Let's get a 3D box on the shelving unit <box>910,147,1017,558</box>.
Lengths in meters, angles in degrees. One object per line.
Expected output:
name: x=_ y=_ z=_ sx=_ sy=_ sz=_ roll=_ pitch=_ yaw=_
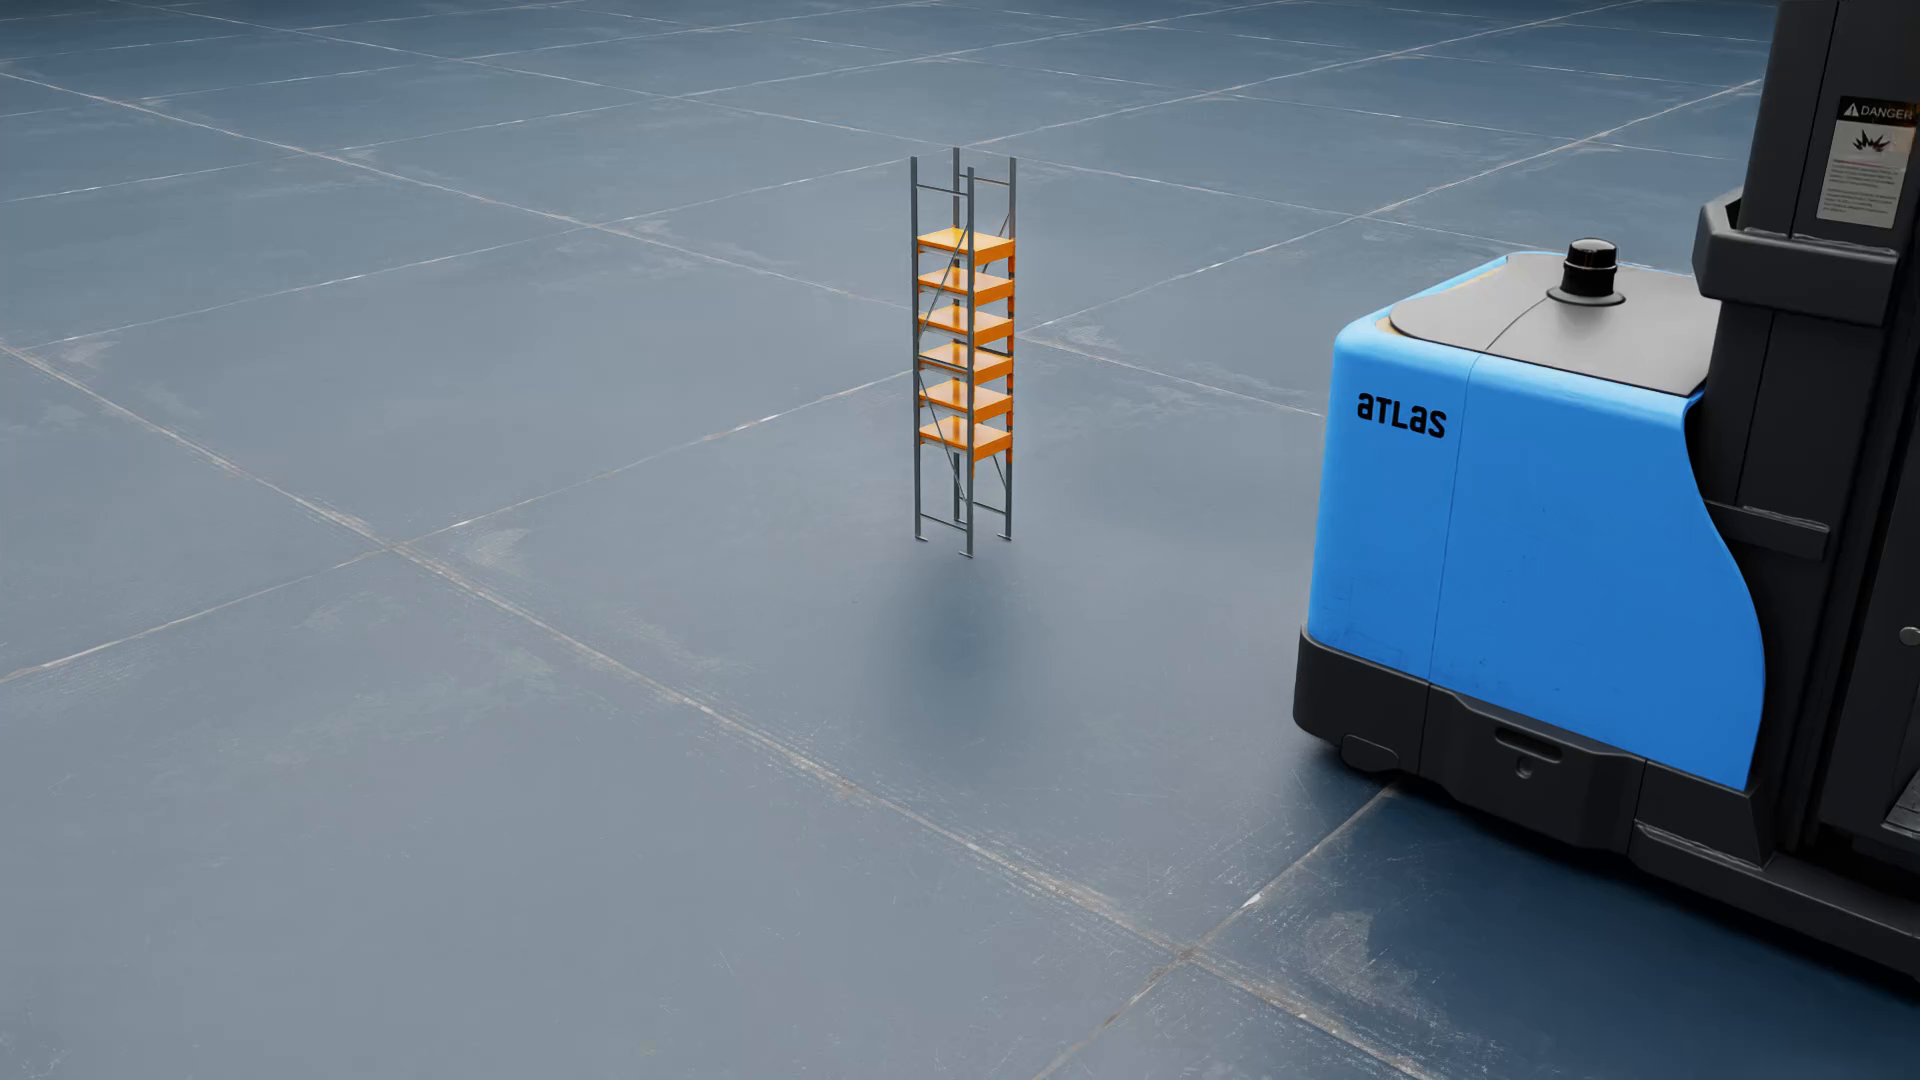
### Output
shelving unit: x=0.010 y=-0.552 z=5.014 sx=0.258 sy=1.200 sz=0.189 roll=20 pitch=31 yaw=38

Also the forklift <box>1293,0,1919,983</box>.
forklift: x=2.259 y=-0.579 z=2.959 sx=3.031 sy=2.935 sz=1.130 roll=20 pitch=31 yaw=37

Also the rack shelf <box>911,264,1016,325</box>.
rack shelf: x=0.010 y=-0.730 z=4.934 sx=0.258 sy=0.103 sz=0.180 roll=20 pitch=31 yaw=38

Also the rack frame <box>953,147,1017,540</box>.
rack frame: x=0.071 y=-0.580 z=5.077 sx=0.240 sy=1.200 sz=0.006 roll=20 pitch=31 yaw=38

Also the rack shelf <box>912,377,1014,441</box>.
rack shelf: x=0.010 y=-0.402 z=5.082 sx=0.258 sy=0.103 sz=0.180 roll=20 pitch=31 yaw=38

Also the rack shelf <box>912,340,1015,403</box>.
rack shelf: x=0.010 y=-0.511 z=5.033 sx=0.258 sy=0.103 sz=0.180 roll=20 pitch=31 yaw=38

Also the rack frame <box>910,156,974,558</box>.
rack frame: x=-0.051 y=-0.524 z=4.952 sx=0.240 sy=1.200 sz=0.006 roll=20 pitch=31 yaw=38

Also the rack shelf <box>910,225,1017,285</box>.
rack shelf: x=0.010 y=-0.840 z=4.885 sx=0.258 sy=0.103 sz=0.180 roll=20 pitch=31 yaw=38

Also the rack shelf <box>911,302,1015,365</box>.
rack shelf: x=0.010 y=-0.621 z=4.983 sx=0.258 sy=0.103 sz=0.180 roll=20 pitch=31 yaw=38

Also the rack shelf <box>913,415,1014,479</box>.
rack shelf: x=0.010 y=-0.292 z=5.131 sx=0.258 sy=0.103 sz=0.180 roll=20 pitch=31 yaw=38
